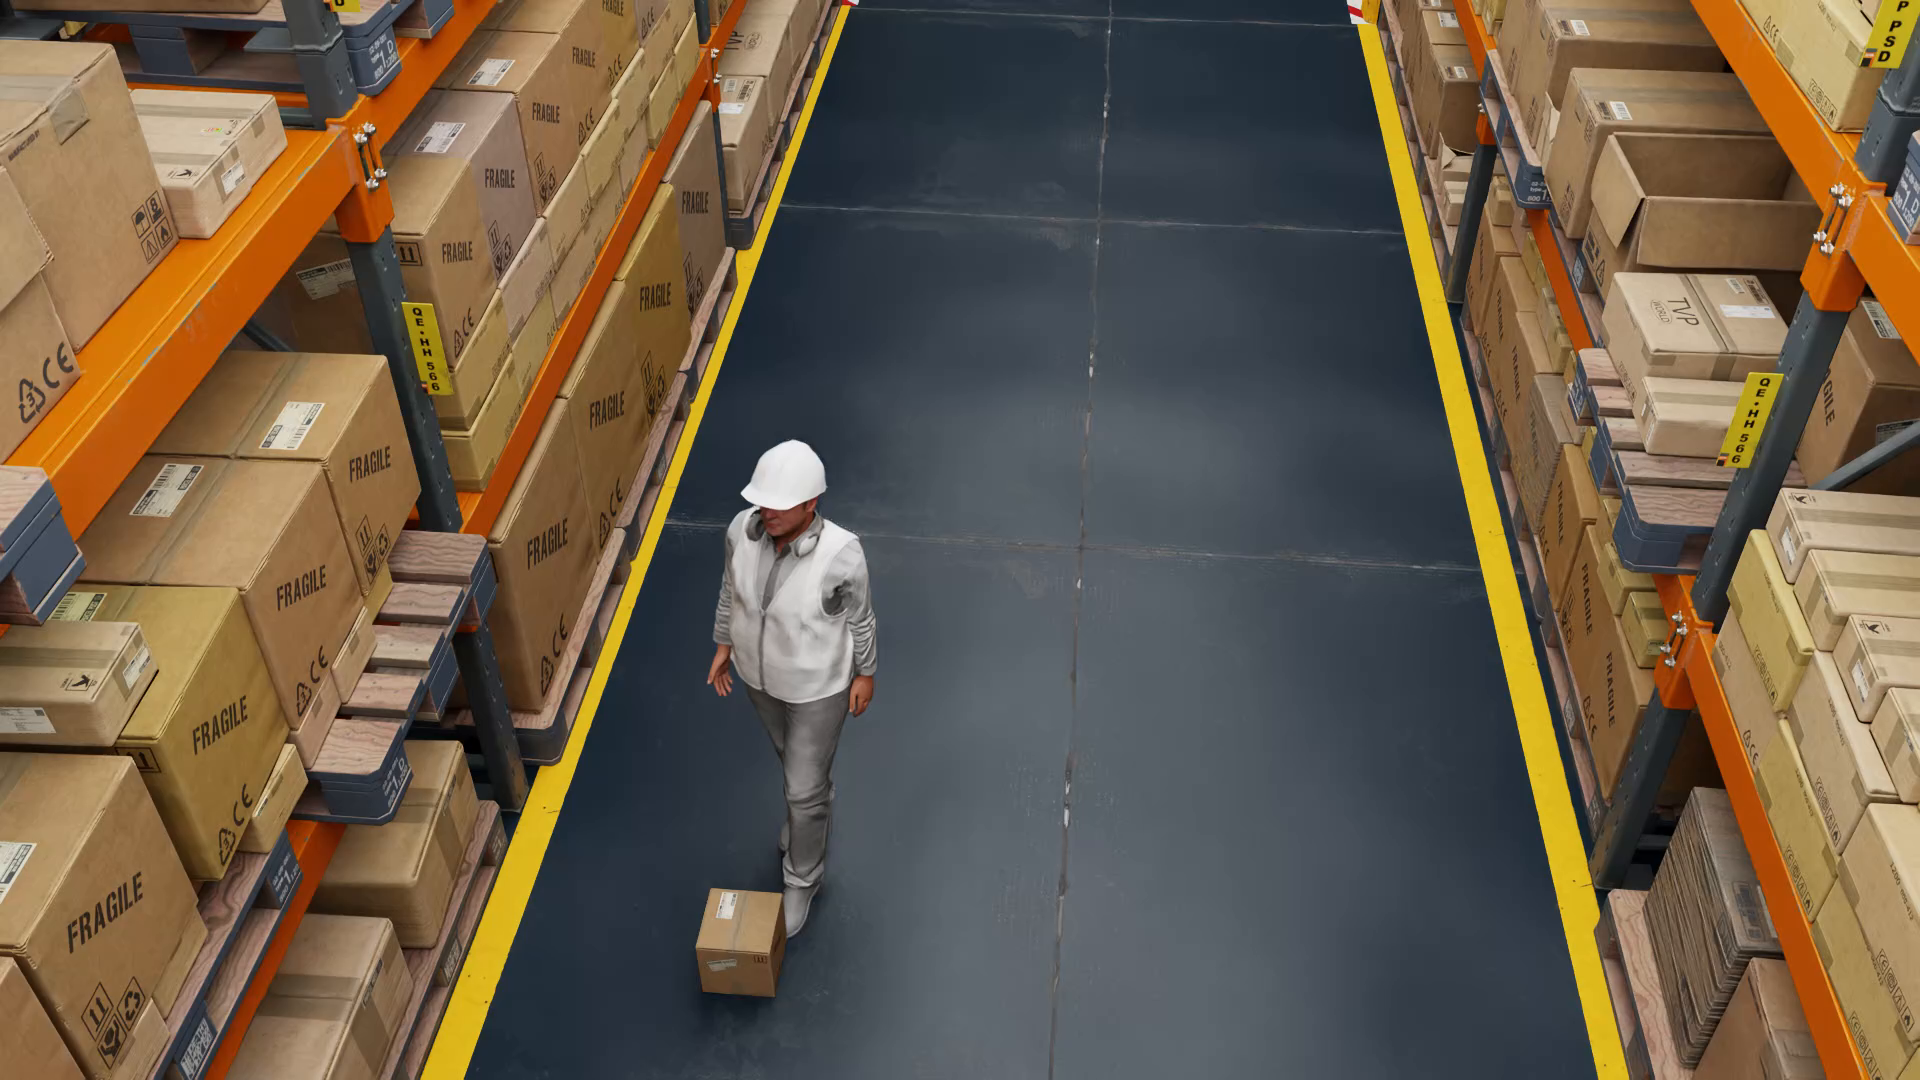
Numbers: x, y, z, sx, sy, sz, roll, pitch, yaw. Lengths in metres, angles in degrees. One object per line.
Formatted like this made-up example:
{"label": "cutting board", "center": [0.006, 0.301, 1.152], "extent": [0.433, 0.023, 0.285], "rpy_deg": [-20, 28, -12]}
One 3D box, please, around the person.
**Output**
{"label": "person", "center": [-0.632, 0.490, 5.538], "extent": [0.558, 1.765, 0.665], "rpy_deg": [21, 44, 23]}
